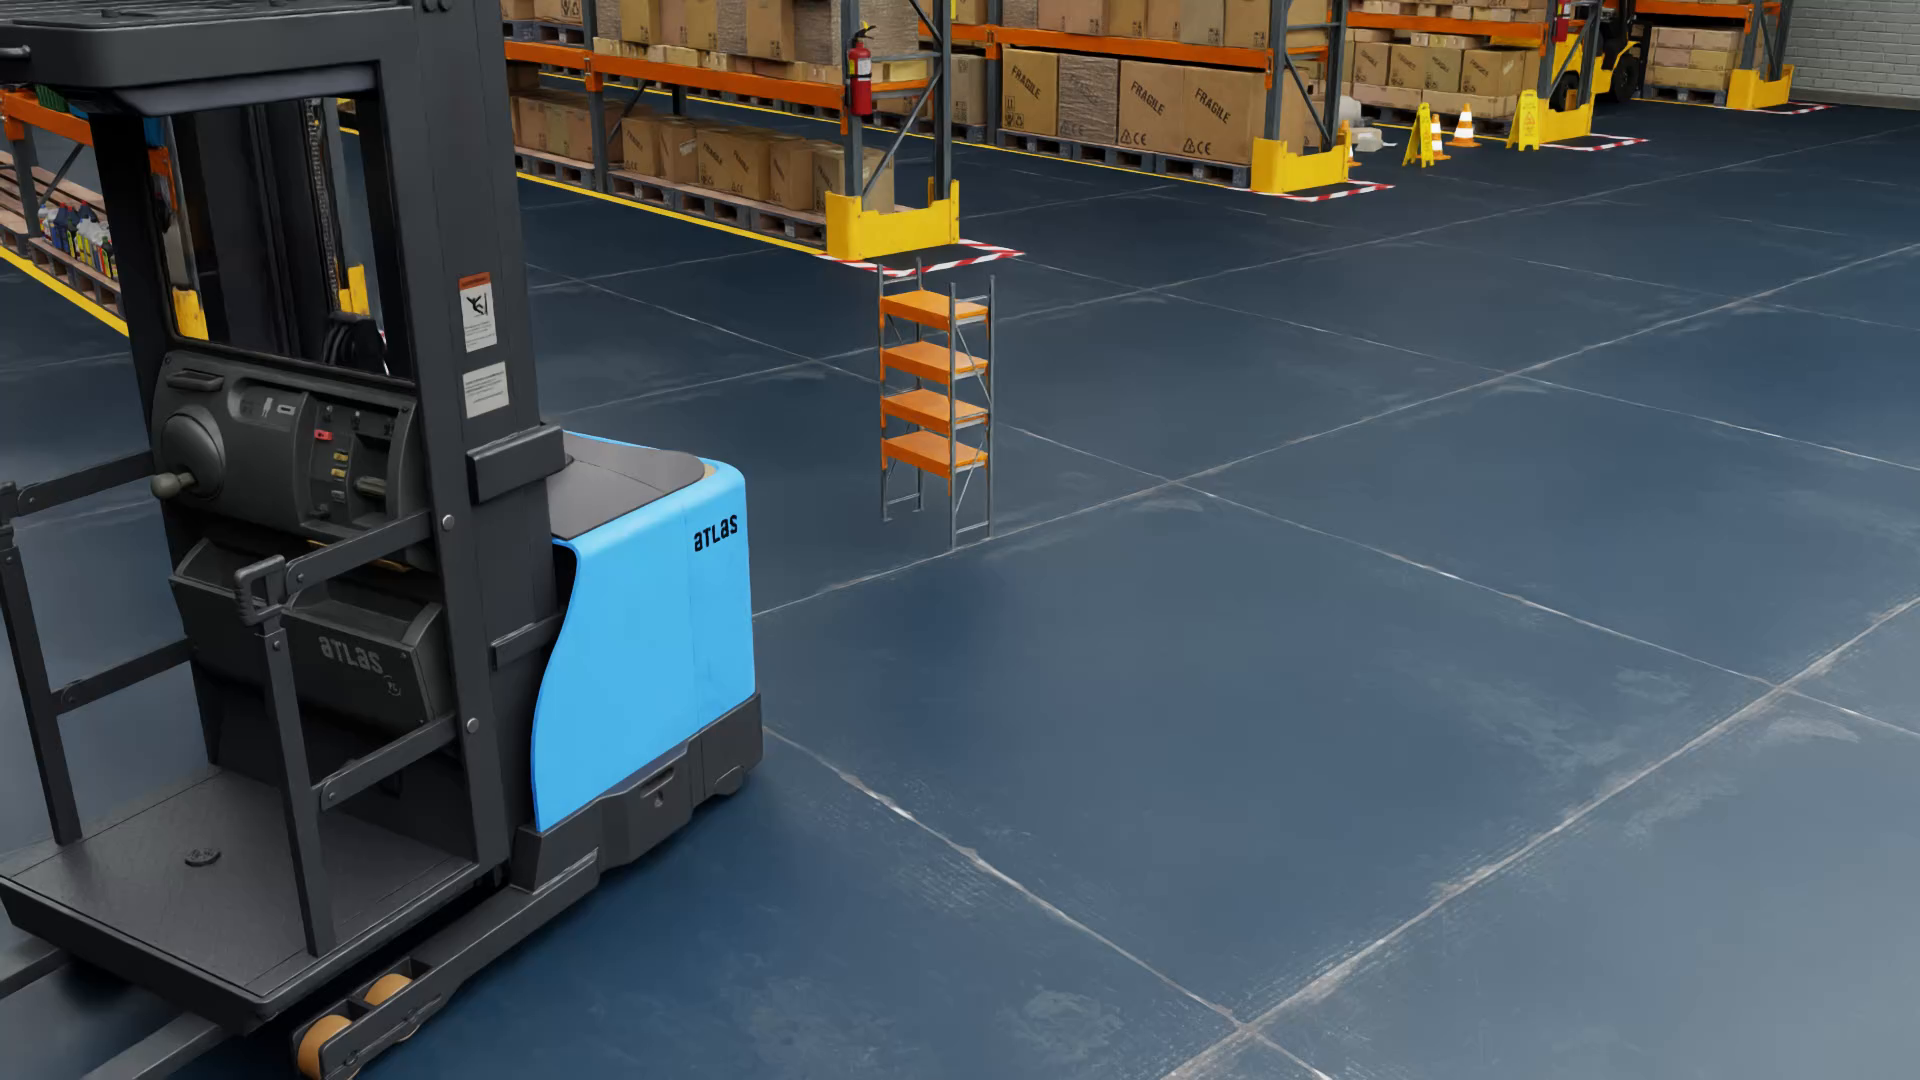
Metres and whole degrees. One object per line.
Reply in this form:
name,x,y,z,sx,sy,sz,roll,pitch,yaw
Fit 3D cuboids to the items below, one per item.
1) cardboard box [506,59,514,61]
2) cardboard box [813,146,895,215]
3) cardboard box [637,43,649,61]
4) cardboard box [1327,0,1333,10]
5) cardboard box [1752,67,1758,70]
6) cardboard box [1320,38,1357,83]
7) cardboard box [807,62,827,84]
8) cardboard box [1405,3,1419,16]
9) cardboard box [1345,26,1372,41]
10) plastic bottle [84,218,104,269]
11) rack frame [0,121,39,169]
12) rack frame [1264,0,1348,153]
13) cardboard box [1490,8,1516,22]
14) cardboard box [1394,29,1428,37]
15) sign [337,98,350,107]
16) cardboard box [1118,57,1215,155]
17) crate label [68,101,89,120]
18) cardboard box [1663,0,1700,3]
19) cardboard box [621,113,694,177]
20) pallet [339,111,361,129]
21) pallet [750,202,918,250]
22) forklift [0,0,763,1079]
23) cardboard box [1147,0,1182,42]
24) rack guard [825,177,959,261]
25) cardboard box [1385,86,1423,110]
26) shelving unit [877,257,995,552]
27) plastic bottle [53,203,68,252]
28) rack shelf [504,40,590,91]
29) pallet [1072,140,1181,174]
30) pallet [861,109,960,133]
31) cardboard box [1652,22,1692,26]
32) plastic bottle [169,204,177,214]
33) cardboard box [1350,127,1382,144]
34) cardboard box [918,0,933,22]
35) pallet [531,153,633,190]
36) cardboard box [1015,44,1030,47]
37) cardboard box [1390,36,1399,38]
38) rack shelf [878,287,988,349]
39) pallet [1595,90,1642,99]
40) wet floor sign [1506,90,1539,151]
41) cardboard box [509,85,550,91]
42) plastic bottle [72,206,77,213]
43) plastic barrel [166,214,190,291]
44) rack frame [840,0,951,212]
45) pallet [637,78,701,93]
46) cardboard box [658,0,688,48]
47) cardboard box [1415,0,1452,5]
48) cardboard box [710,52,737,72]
cardboard box,-5.248,-5.176,18.382,0.500,0.250,0.500,-16,27,-35
cardboard box,-0.881,-2.962,13.784,0.500,0.500,0.500,-12,24,-28
cardboard box,-2.677,-4.409,14.973,0.380,0.149,0.250,-17,27,-37
cardboard box,4.774,-6.814,21.112,0.380,0.149,0.250,-18,27,-38
cardboard box,10.607,-6.393,22.887,0.500,0.250,0.500,-17,27,-37
cardboard box,4.950,-6.110,21.136,0.500,0.500,0.500,-16,27,-35
cardboard box,-0.991,-3.735,13.252,0.380,0.149,0.250,-17,27,-37
cardboard box,5.632,-6.475,20.247,0.380,0.149,0.250,-17,27,-37
cardboard box,4.964,-6.367,20.902,0.380,0.149,0.250,-16,27,-35
plastic bottle,-6.115,-2.108,11.782,0.144,0.351,0.185,-16,27,-35
rack frame,-9.460,-4.785,15.587,1.000,3.000,0.127,-17,27,-37
rack frame,3.338,-4.906,15.898,1.000,3.000,0.127,-17,27,-37
cardboard box,6.366,-6.092,19.268,0.380,0.149,0.250,-18,28,-38
cardboard box,7.319,-7.848,26.088,0.875,0.625,0.625,-18,28,-38
sign,-3.819,-2.833,10.225,0.100,0.325,0.005,-17,27,-37
cardboard box,2.269,-4.527,17.266,0.875,0.875,0.875,-18,28,-38
crate label,-5.644,-3.035,11.071,0.502,0.435,0.616,-17,27,-37
cardboard box,9.928,-7.561,22.538,0.500,0.500,0.500,-16,27,-36
cardboard box,-2.866,-3.770,15.849,0.500,0.500,0.500,-18,28,-39
pallet,-6.958,-5.238,20.568,1.003,0.211,1.213,-17,27,-37
pallet,-1.039,-2.709,14.111,1.003,0.211,1.213,-17,27,-37
forklift,-1.823,-0.220,4.026,1.130,2.935,3.031,12,24,28
cardboard box,2.415,-5.399,16.950,0.875,0.550,0.550,-17,27,-37
rack guard,-0.536,-2.611,13.464,1.175,0.500,0.348,-17,27,-37
cardboard box,5.612,-5.475,20.545,0.500,0.250,0.500,-19,28,-39
shelving unit,-0.108,-0.604,7.382,0.258,1.200,0.503,-17,27,-37
plastic bottle,-6.637,-2.329,12.347,0.144,0.351,0.185,-17,27,-36
rack shelf,-4.402,-5.076,17.318,1.077,0.370,4.000,-17,27,-37
pallet,1.964,-4.147,17.783,1.003,0.211,1.213,-17,27,-37
pallet,-0.635,-5.245,20.587,1.003,0.211,1.213,-17,27,-37
cardboard box,9.962,-7.132,23.403,0.500,0.250,0.500,-18,27,-38
plastic bottle,-5.874,-2.399,12.526,0.144,0.351,0.185,-18,27,-38
cardboard box,4.636,-4.666,19.194,0.380,0.149,0.250,-4,22,-10
cardboard box,-0.146,-6.278,19.263,0.500,0.500,0.500,-18,28,-38
pallet,-3.606,-3.775,16.833,1.003,0.211,1.213,-17,27,-37
cardboard box,1.412,-7.740,25.469,0.875,0.875,0.875,-18,28,-38
cardboard box,5.333,-6.242,21.475,0.500,0.500,0.500,-17,27,-36
rack shelf,-0.108,-0.970,7.239,0.258,0.148,0.480,-17,27,-37
pallet,9.456,-6.535,23.880,1.003,0.211,1.213,-17,27,-37
wet floor sign,6.335,-4.709,18.622,0.267,0.644,0.232,-8,23,-19
cardboard box,-4.884,-4.674,18.129,0.500,0.500,0.700,20,29,41
plastic bottle,-6.661,-2.370,12.543,0.061,0.283,0.133,-17,27,-37
plastic barrel,-5.053,-1.914,11.092,0.421,0.512,0.421,0,21,0
rack frame,-0.486,-3.753,12.954,1.000,3.000,0.127,-17,27,-37
pallet,-3.986,-6.709,24.323,1.003,0.211,1.213,-17,27,-37
cardboard box,-2.148,-4.644,14.683,0.875,0.500,0.500,-17,27,-37
cardboard box,5.811,-6.661,19.831,0.500,0.500,0.500,-18,27,-38
cardboard box,-1.887,-4.056,14.070,0.380,0.149,0.250,-17,27,-37
